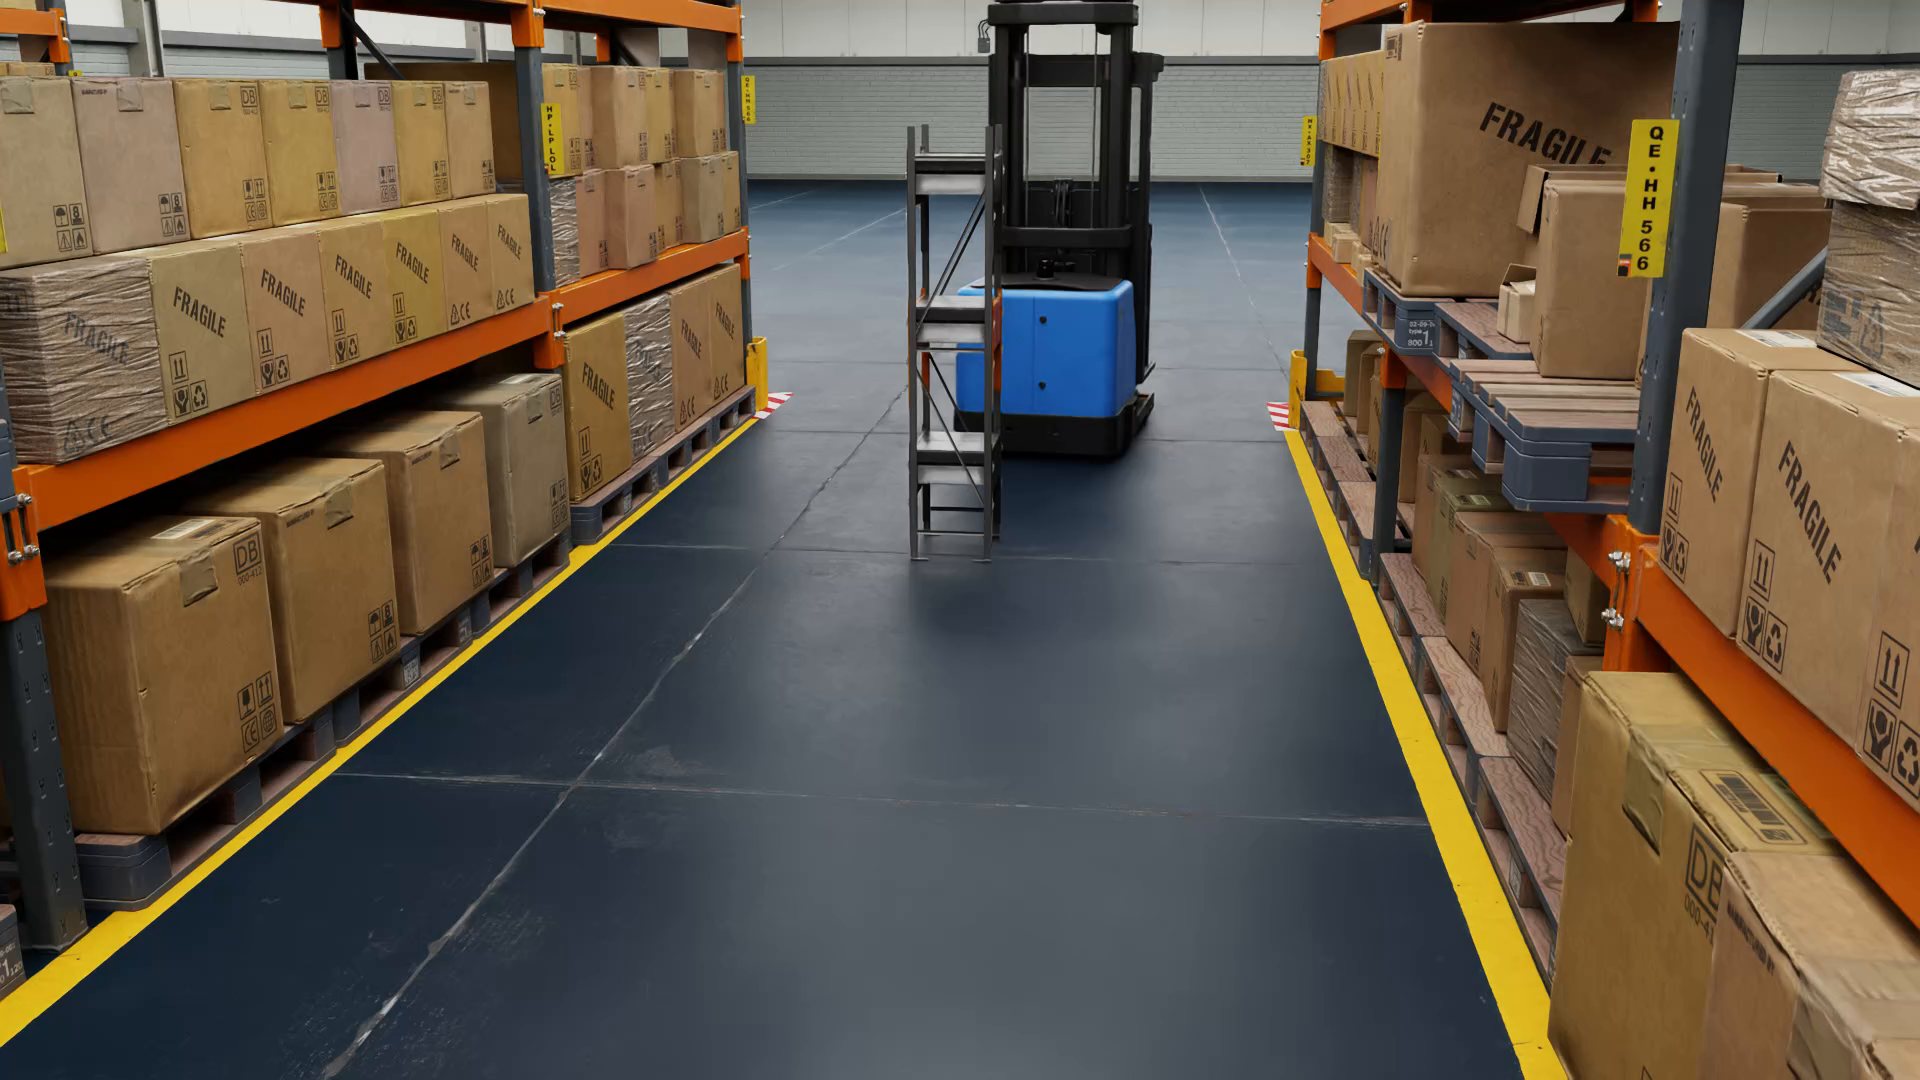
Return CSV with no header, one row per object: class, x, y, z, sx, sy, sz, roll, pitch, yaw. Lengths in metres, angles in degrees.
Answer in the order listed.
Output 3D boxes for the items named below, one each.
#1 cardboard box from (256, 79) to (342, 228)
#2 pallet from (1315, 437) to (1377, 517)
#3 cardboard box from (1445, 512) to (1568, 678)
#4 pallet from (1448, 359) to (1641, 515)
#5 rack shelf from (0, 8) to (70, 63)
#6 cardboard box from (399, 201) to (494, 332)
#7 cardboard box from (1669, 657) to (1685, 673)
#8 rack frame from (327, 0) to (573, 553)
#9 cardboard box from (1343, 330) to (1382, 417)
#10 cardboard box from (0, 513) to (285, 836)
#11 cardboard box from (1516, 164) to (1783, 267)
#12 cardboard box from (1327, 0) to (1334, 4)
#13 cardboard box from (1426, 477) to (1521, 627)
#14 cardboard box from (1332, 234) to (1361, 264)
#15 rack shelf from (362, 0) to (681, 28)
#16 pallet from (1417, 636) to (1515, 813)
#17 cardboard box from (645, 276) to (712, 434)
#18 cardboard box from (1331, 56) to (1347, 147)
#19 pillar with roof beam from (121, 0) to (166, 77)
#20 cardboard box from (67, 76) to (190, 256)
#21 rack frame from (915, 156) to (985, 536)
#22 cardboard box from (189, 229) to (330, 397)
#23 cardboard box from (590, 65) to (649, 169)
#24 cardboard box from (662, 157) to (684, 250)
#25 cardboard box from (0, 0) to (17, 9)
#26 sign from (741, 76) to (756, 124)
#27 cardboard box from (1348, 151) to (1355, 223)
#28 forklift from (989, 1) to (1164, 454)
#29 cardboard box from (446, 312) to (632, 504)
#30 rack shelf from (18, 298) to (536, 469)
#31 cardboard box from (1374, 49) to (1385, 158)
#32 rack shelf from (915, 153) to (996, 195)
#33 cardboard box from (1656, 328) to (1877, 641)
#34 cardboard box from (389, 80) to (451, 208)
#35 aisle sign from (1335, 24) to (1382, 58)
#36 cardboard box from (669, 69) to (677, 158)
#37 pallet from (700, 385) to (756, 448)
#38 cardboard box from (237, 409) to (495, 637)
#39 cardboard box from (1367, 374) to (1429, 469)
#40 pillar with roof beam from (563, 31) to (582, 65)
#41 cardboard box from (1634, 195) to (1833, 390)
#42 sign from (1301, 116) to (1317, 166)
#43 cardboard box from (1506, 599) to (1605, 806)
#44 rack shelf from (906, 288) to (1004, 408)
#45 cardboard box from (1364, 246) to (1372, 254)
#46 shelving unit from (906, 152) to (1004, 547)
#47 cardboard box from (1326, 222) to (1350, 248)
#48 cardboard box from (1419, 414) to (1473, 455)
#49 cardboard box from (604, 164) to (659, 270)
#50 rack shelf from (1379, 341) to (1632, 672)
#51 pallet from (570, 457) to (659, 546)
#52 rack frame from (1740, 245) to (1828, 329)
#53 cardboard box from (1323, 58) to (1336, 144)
cardboard box,-2.695,-1.399,5.983,0.700,0.500,0.500,2,15,6
pallet,2.619,-0.367,9.614,1.003,0.211,1.213,2,15,6
cardboard box,2.218,0.201,6.119,0.730,0.500,0.544,1,15,5
pallet,1.967,-0.278,4.312,1.213,0.211,1.003,2,15,6
rack shelf,-7.177,-3.132,10.129,1.077,0.370,4.000,2,15,6
cardboard box,-2.324,-1.167,7.039,0.500,0.500,0.500,2,15,6
cardboard box,2.038,0.275,4.409,0.500,0.250,0.500,2,15,9
rack frame,-2.473,-1.393,8.066,1.000,3.000,0.127,2,15,6
cardboard box,2.808,-1.092,10.940,0.500,0.500,0.500,5,16,17
cardboard box,-2.767,0.373,5.042,1.050,0.750,0.750,1,15,5
cardboard box,2.340,-1.021,5.688,0.797,0.503,0.637,3,15,12
cardboard box,2.584,-3.516,10.459,0.500,0.250,0.500,2,15,8
cardboard box,2.280,0.056,6.655,0.700,0.500,0.500,2,15,6
cardboard box,2.360,-1.683,9.622,0.380,0.149,0.250,2,15,6
rack shelf,-2.248,-3.106,9.661,0.919,0.124,3.809,2,15,6
pallet,2.222,0.645,5.872,1.003,0.211,1.213,2,15,6
cardboard box,-2.130,-1.201,10.623,0.875,0.875,0.875,1,15,5
cardboard box,2.444,-2.538,9.626,0.500,0.500,0.500,2,15,6
pillar with roof beam,-7.227,-8.422,22.570,9.100,9.000,0.400,2,15,6
cardboard box,-2.808,-1.133,5.000,0.700,0.500,0.500,1,15,5
rack frame,-0.048,-0.907,7.995,0.380,1.831,0.006,2,15,6
cardboard box,-2.494,-0.775,5.589,0.500,0.500,0.500,2,15,6
cardboard box,-2.253,-2.363,9.299,0.875,0.550,0.550,2,15,6
cardboard box,-2.247,-2.120,10.469,0.875,0.550,0.550,2,15,6
cardboard box,-6.710,-3.710,11.371,0.380,0.149,0.250,2,15,7
sign,-1.484,-3.084,11.648,0.100,0.325,0.005,2,15,6
cardboard box,2.868,-2.175,10.196,0.875,0.500,0.500,2,15,6
forklift,0.791,-2.280,11.477,1.121,2.935,3.031,3,16,12
cardboard box,-2.333,-0.731,8.884,0.875,0.875,0.875,2,15,7
rack shelf,-2.699,-0.621,6.216,0.919,0.124,3.809,2,15,6
cardboard box,2.221,-2.020,7.708,0.500,0.500,0.500,2,15,6
rack shelf,-0.019,-1.765,8.014,0.368,0.174,0.457,2,15,6
cardboard box,1.667,-0.113,3.142,0.500,0.500,0.500,2,15,8
cardboard box,-2.580,-1.661,6.952,0.700,0.500,0.500,1,15,5
aisle sign,2.604,-3.538,11.018,0.394,0.787,0.004,2,15,6
cardboard box,-2.271,-2.642,10.330,0.875,0.550,0.550,2,15,6
pallet,-2.035,-0.874,11.491,1.003,0.211,1.213,2,15,6
cardboard box,-2.567,-0.096,6.775,1.050,0.750,0.750,2,15,6
cardboard box,2.578,-0.631,9.234,0.500,0.500,0.500,0,15,1
pillar with roof beam,-5.196,-13.091,39.835,9.100,9.000,0.400,2,15,6
cardboard box,2.013,-0.575,4.046,0.500,0.500,0.500,0,15,-1
sign,2.356,-2.692,11.211,0.100,0.325,0.005,2,15,6
cardboard box,2.098,0.493,5.039,0.700,0.500,0.500,0,15,2
rack shelf,-0.019,-0.958,8.233,0.431,0.518,0.480,2,15,6
cardboard box,2.366,-1.486,8.893,0.380,0.149,0.250,2,15,6
shelving unit,-5.811,-2.638,8.370,12.070,5.092,0.667,2,15,6
cardboard box,2.535,-1.941,10.575,0.380,0.149,0.250,2,15,6
cardboard box,2.528,-0.319,8.079,0.500,0.500,0.500,1,15,5
cardboard box,-2.226,-1.841,9.437,0.875,0.550,0.550,2,15,6
rack shelf,2.218,-0.354,5.604,1.077,0.370,4.000,2,15,6
pallet,-2.310,-0.241,9.151,1.003,0.211,1.213,2,15,6
rack frame,1.989,-0.183,3.592,0.949,2.616,0.053,2,15,6
cardboard box,2.499,-2.668,10.106,0.500,0.500,0.500,2,15,6
